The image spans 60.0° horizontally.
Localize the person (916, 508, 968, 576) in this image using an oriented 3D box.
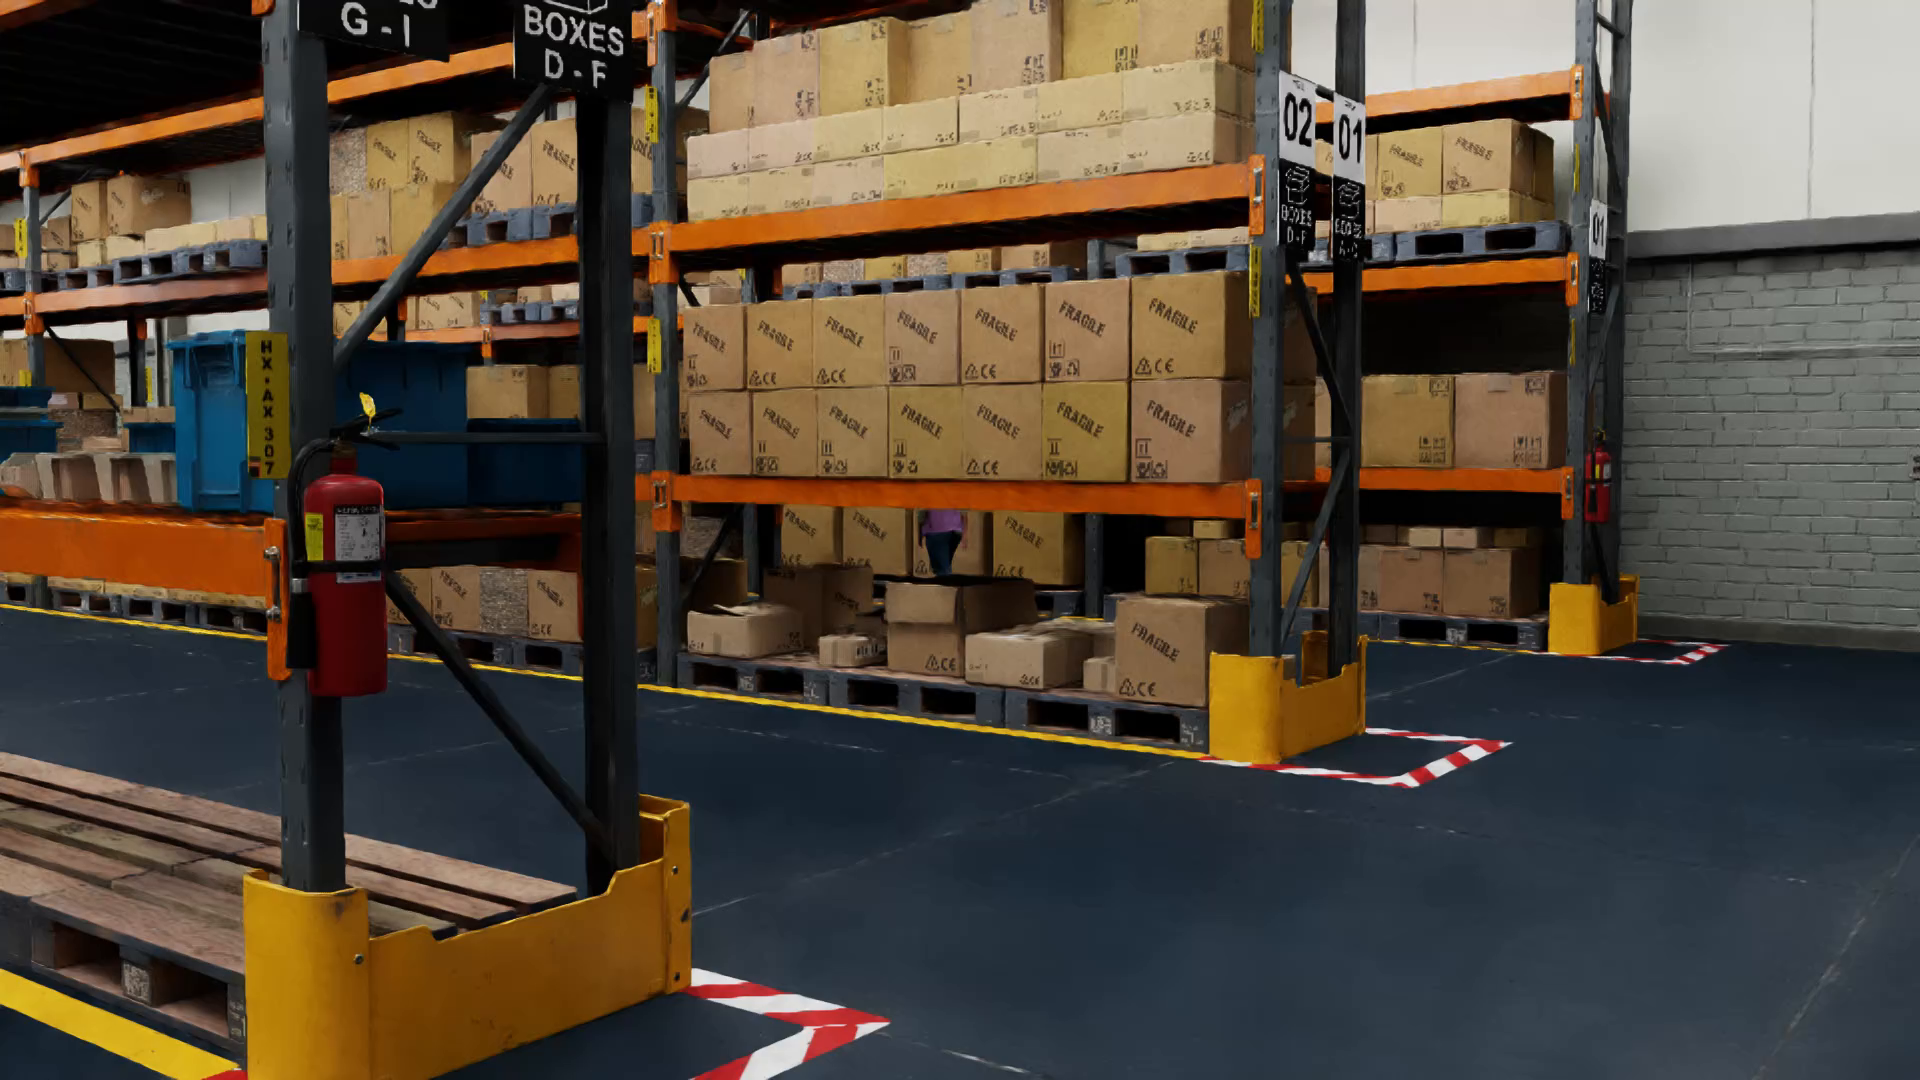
[{"bbox_3d":[-0.110,-0.008,13.127,0.500,1.431,0.733,-3,5,-44],"label":"person"}]
